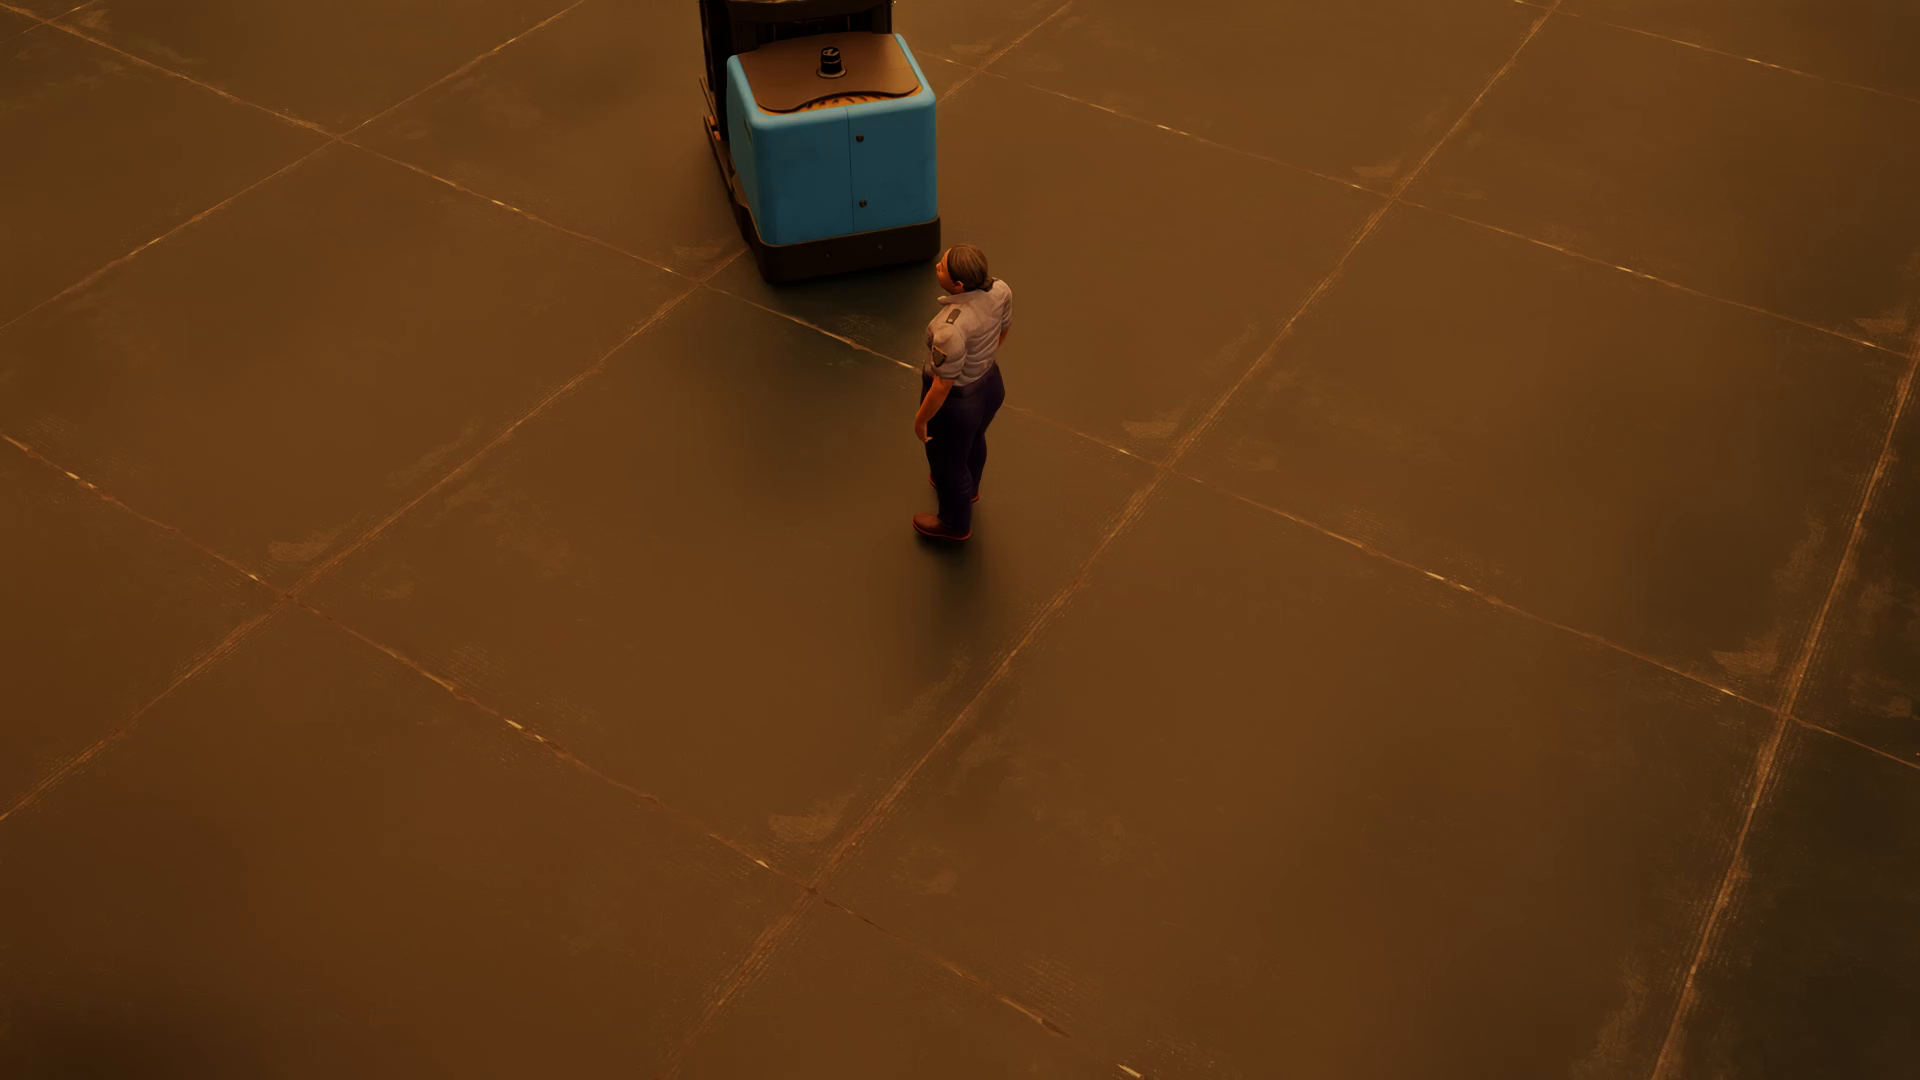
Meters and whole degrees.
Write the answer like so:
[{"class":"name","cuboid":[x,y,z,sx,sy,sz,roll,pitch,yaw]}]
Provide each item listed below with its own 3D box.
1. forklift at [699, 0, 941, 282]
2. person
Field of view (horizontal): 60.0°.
[{"class":"forklift","cuboid":[-1.009,-3.552,9.595,1.130,2.935,3.031,-11,45,-12]},{"class":"person","cuboid":[-0.063,-0.679,7.428,0.503,1.651,0.598,24,48,23]}]
